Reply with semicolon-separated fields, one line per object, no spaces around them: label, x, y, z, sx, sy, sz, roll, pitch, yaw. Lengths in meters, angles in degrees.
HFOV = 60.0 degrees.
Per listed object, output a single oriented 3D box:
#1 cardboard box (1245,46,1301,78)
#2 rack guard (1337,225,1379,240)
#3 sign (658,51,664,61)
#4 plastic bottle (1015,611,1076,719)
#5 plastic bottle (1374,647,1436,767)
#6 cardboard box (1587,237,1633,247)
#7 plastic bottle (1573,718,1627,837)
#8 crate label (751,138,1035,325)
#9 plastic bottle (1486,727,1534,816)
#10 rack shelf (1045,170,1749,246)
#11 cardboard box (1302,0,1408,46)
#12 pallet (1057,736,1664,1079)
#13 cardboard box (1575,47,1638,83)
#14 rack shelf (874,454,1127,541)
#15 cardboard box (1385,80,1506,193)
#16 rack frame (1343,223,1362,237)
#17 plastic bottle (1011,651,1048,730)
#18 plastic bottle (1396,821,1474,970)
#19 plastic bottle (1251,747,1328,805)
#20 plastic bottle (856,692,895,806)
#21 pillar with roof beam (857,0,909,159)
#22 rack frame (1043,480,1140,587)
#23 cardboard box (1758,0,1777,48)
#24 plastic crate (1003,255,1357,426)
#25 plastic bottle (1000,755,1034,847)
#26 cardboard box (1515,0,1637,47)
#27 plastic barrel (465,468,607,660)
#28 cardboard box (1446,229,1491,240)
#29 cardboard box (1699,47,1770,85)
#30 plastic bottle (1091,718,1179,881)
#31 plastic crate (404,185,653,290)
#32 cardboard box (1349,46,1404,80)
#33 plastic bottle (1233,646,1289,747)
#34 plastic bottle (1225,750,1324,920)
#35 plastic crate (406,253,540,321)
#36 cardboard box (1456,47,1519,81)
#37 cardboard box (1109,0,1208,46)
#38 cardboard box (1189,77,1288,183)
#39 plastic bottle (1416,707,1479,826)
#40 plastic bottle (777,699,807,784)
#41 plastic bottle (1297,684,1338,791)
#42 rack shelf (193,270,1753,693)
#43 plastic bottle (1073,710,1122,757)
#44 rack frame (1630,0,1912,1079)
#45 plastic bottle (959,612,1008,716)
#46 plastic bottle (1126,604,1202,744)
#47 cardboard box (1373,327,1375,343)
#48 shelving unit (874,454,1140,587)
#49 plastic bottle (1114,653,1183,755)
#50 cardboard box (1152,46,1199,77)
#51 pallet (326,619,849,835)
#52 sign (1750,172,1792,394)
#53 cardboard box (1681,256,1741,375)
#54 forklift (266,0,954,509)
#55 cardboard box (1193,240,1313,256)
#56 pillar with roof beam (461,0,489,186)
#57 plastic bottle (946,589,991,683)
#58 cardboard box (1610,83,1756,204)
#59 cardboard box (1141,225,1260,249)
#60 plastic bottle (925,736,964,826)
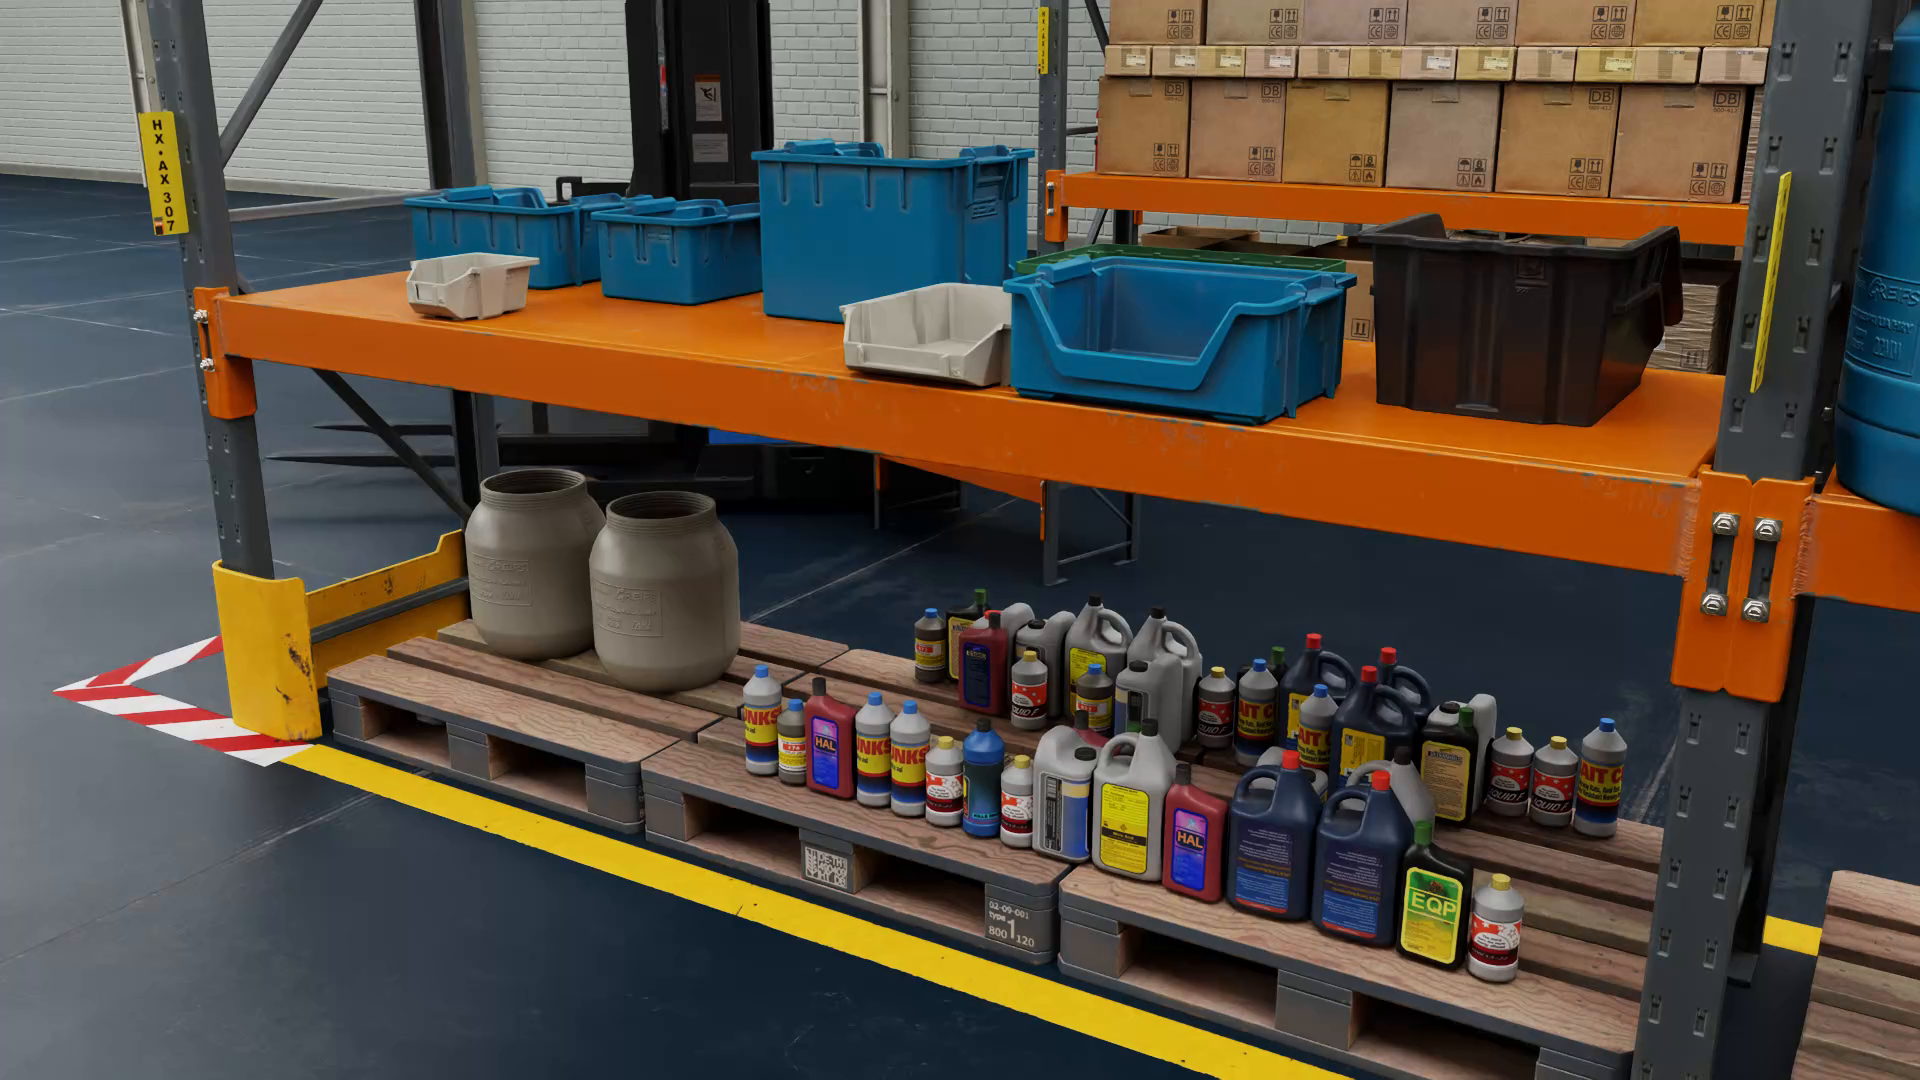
cardboard box;1.592;-2.356;8.189;0.250;0.149;0.380;10;19;29
rack guard;3.373;-2.247;13.420;0.348;0.500;1.175;10;20;30
sign;-3.259;-5.238;17.992;0.331;0.109;0.001;10;20;30
plastic bottle;0.236;0.328;4.569;0.135;0.276;0.152;10;19;29
plastic bottle;1.061;0.438;4.078;0.185;0.351;0.144;11;20;32
cardboard box;4.935;-2.131;12.280;0.500;0.500;0.700;9;19;27
plastic bottle;1.489;0.545;3.864;0.097;0.271;0.097;0;17;0
crate label;-0.167;-0.805;4.311;0.616;0.435;0.502;10;20;30
plastic bottle;1.316;0.548;3.976;0.097;0.201;0.097;0;17;0
rack shelf;2.423;-1.579;8.157;4.000;0.370;1.077;10;20;30
cardboard box;2.036;-2.659;8.069;0.500;0.500;0.700;10;20;30
pallet;0.981;0.829;3.790;1.213;0.211;1.003;10;20;30
cardboard box;2.917;-2.121;7.414;0.250;0.149;0.380;10;20;30
rack shelf;0.174;-0.287;6.733;0.538;0.278;1.000;-15;22;-40
cardboard box;2.430;-1.966;8.022;0.500;0.500;0.700;11;20;32
rack frame;3.308;-3.455;13.095;0.127;3.000;1.000;10;20;30
plastic bottle;0.187;0.398;4.468;0.097;0.201;0.097;0;17;0
plastic bottle;0.949;0.705;3.317;0.133;0.283;0.061;11;20;33
plastic bottle;0.725;0.604;3.663;0.135;0.276;0.152;10;20;30
plastic bottle;-0.203;0.499;4.016;0.097;0.271;0.097;0;17;0
pillar with roof beam;-3.009;-6.280;12.072;0.400;9.000;9.100;10;20;30
rack frame;0.513;-0.411;6.299;0.500;1.125;0.032;-15;22;-40
cardboard box;3.746;-2.354;7.065;0.500;0.500;0.700;10;20;30
plastic crate;0.446;-0.423;3.368;0.616;0.251;0.499;10;20;30
plastic bottle;0.142;0.594;3.823;0.097;0.201;0.097;0;17;0
cardboard box;2.888;-2.507;7.568;0.500;0.500;0.700;10;20;30
plastic barrel;-1.276;0.069;5.050;0.421;0.512;0.421;0;17;0
cardboard box;3.850;-2.251;13.002;0.500;0.311;0.500;8;19;24
cardboard box;3.349;-2.043;7.158;0.250;0.149;0.380;9;19;28
plastic bottle;0.393;0.559;3.680;0.185;0.351;0.144;10;20;30
plastic crate;-1.294;-0.928;5.032;0.616;0.251;0.499;10;20;30
cardboard box;2.039;-2.277;7.930;0.250;0.149;0.380;10;19;29
plastic bottle;0.781;0.407;4.298;0.133;0.283;0.061;11;20;32
plastic bottle;0.668;0.608;3.519;0.185;0.351;0.144;9;19;27
plastic crate;-1.283;-0.659;4.345;0.250;0.136;0.298;10;20;30
cardboard box;2.474;-2.199;7.671;0.250;0.149;0.380;11;20;32
cardboard box;1.155;-2.814;8.580;0.500;0.500;0.700;10;20;30
cardboard box;1.560;-2.123;8.536;0.500;0.500;0.700;11;20;31
plastic bottle;1.144;0.523;3.914;0.133;0.283;0.061;10;20;30
plastic bottle;-0.407;0.496;4.146;0.097;0.201;0.097;0;17;0
plastic bottle;0.874;0.484;4.063;0.097;0.271;0.097;0;17;0
rack shelf;-0.173;-0.353;4.120;4.000;0.370;1.077;10;20;30
plastic bottle;0.312;0.539;3.862;0.133;0.283;0.061;10;20;30
rack frame;1.532;-0.393;3.014;0.127;3.000;1.000;10;20;30
plastic bottle;0.063;0.330;4.550;0.133;0.283;0.061;10;20;30
plastic bottle;0.538;0.345;4.385;0.185;0.351;0.144;10;20;30
cardboard box;2.336;-1.106;8.080;0.500;0.500;0.500;10;20;30
shelving unit;0.174;-0.521;6.662;0.538;1.125;1.048;-15;22;-40
plastic bottle;0.482;0.421;4.262;0.135;0.276;0.152;10;20;30
cardboard box;1.167;-2.433;8.443;0.250;0.149;0.380;10;19;29
pallet;-1.098;0.458;5.011;1.213;0.211;1.003;10;20;30
sign;1.234;-0.391;2.531;0.005;0.325;0.100;10;20;30
cardboard box;3.466;-1.085;8.012;0.500;0.500;0.500;10;20;30
forklift;-1.554;-1.664;7.318;3.031;2.935;1.130;-1;17;-2
cardboard box;1.486;-1.259;8.585;0.500;0.500;0.500;10;20;30
pillar with roof beam;-8.121;-7.192;15.076;0.400;9.000;9.100;10;20;30
plastic bottle;0.027;0.272;4.742;0.133;0.283;0.061;11;20;31
cardboard box;3.293;-1.812;7.512;0.500;0.500;0.700;10;20;29
cardboard box;1.331;-1.464;9.257;0.500;0.500;0.500;10;20;30
plastic bottle;-0.033;0.562;3.926;0.097;0.201;0.097;0;17;0
